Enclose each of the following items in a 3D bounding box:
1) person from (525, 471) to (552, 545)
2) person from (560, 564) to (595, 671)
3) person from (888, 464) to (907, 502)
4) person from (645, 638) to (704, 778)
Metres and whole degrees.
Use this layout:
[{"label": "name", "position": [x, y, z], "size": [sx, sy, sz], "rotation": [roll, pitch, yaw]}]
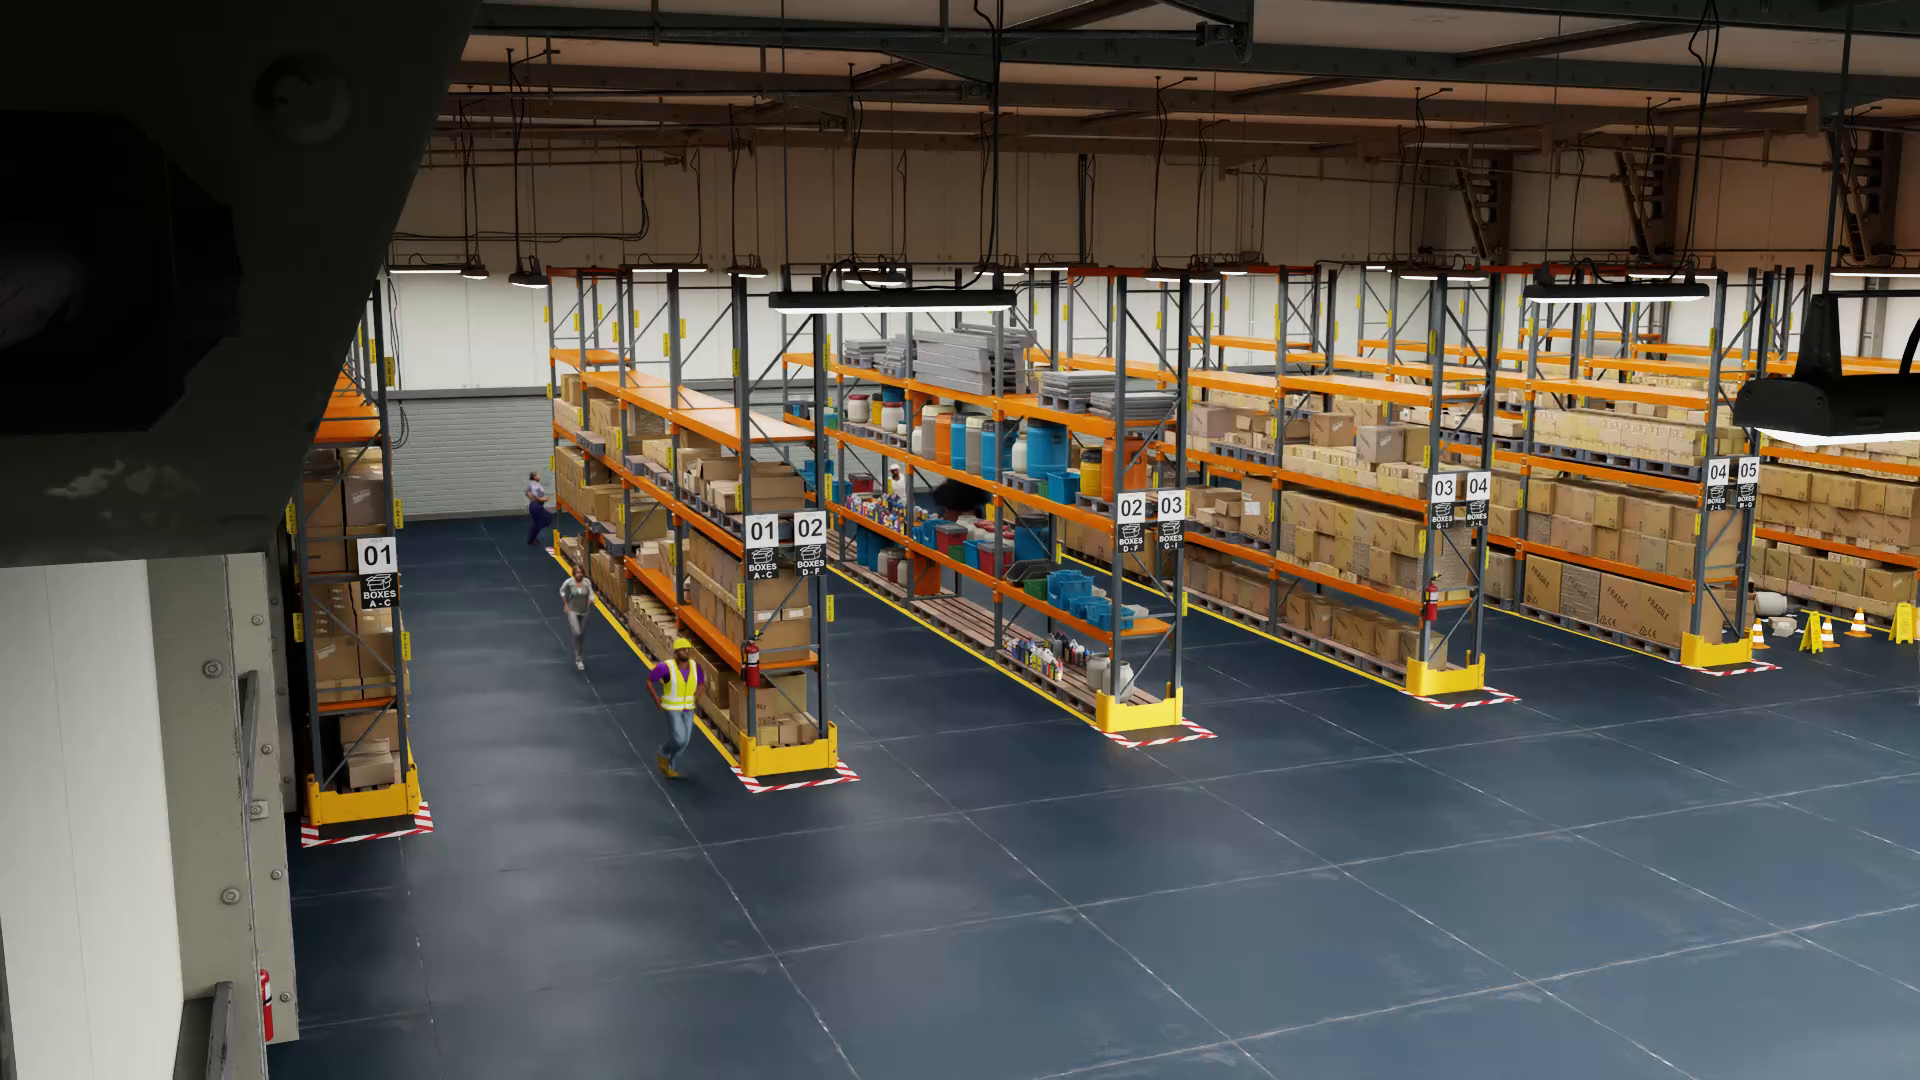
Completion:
[{"label": "person", "position": [-9.116, -0.700, 35.993], "size": [0.577, 1.609, 0.593], "rotation": [-3, 10, -14]}, {"label": "person", "position": [-5.846, 1.156, 25.495], "size": [0.475, 1.633, 0.835], "rotation": [-5, 11, -27]}, {"label": "person", "position": [-1.356, -0.860, 36.679], "size": [0.741, 1.674, 0.555], "rotation": [-6, 12, -32]}, {"label": "person", "position": [-3.365, 2.025, 20.056], "size": [0.688, 1.711, 0.556], "rotation": [-8, 13, -39]}]
